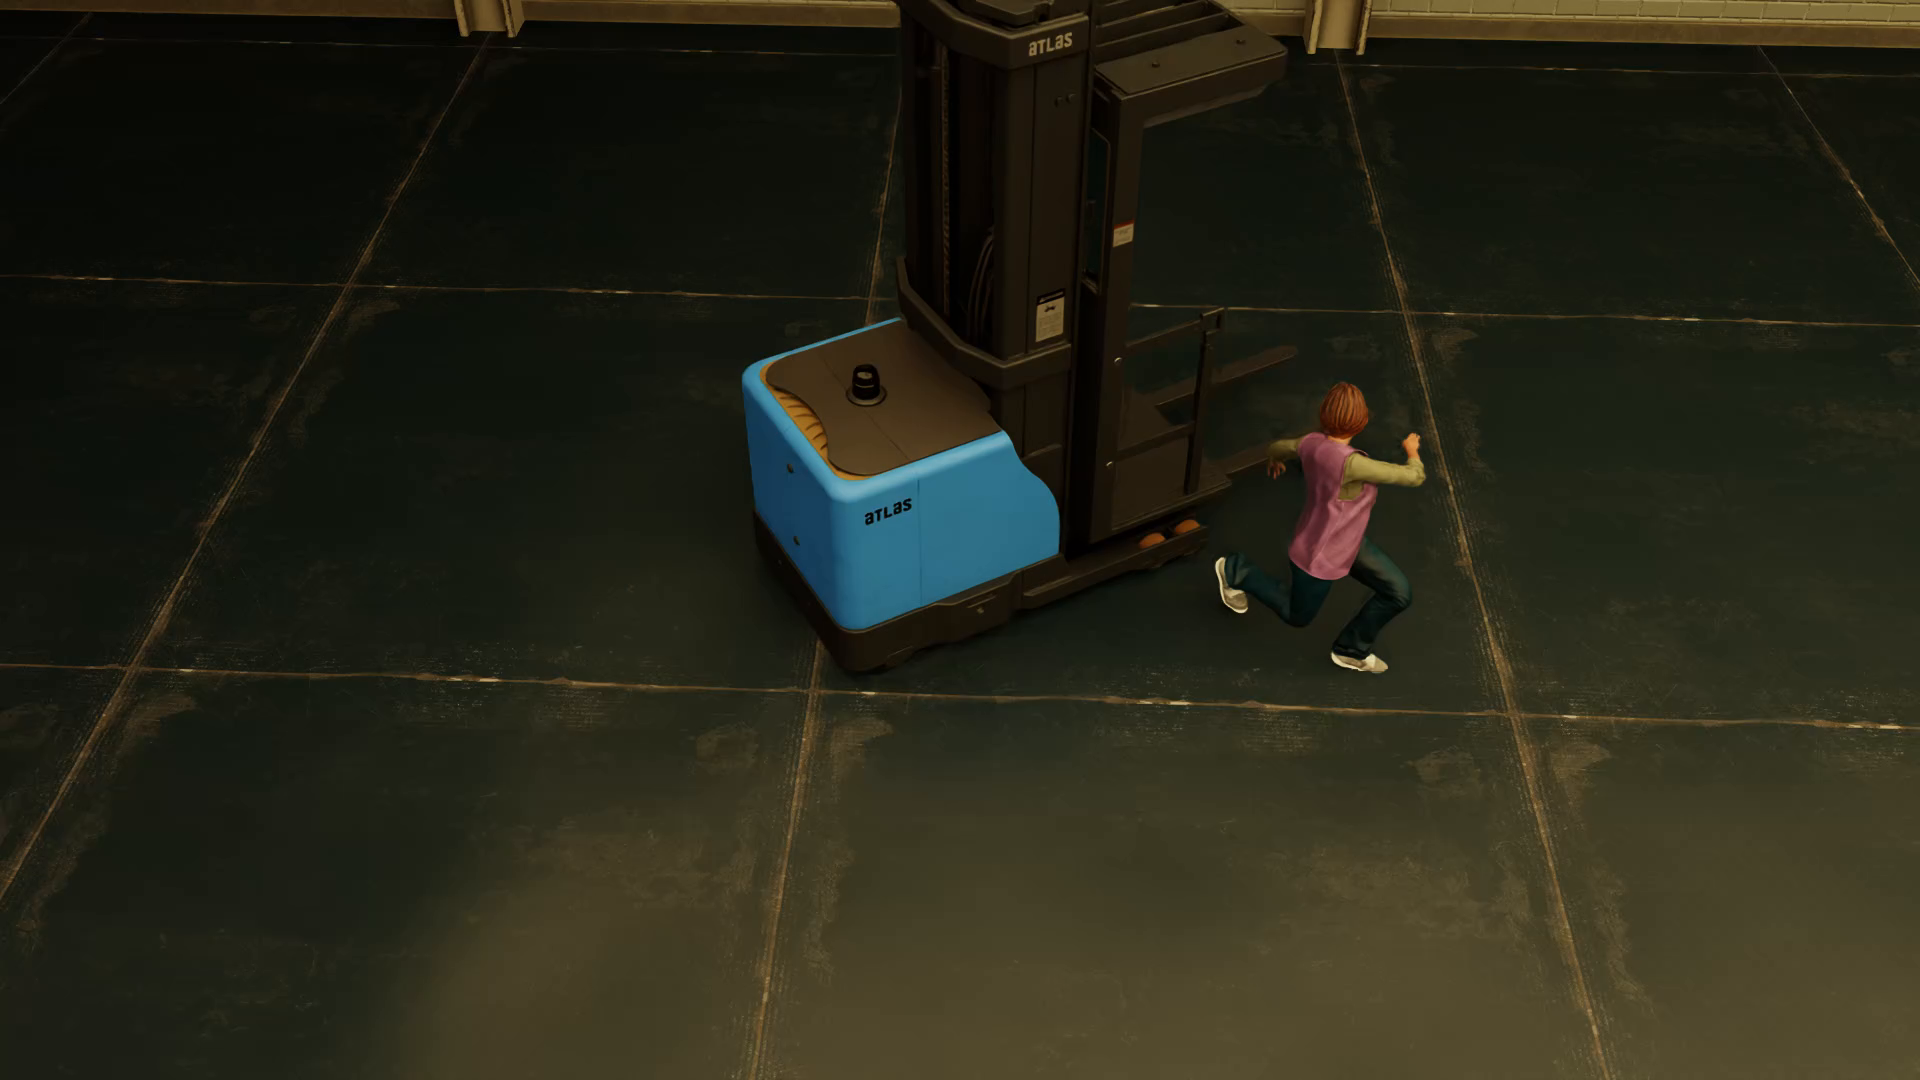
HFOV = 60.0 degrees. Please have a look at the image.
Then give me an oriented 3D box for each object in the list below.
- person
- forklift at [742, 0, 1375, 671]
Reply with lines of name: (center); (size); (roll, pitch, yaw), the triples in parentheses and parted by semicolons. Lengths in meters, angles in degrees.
person: (1.549, -0.096, 7.072); (0.867, 1.362, 0.632); (15, 44, 16)
forklift: (0.585, -1.241, 7.102); (3.031, 2.935, 1.130); (-21, 46, -21)
